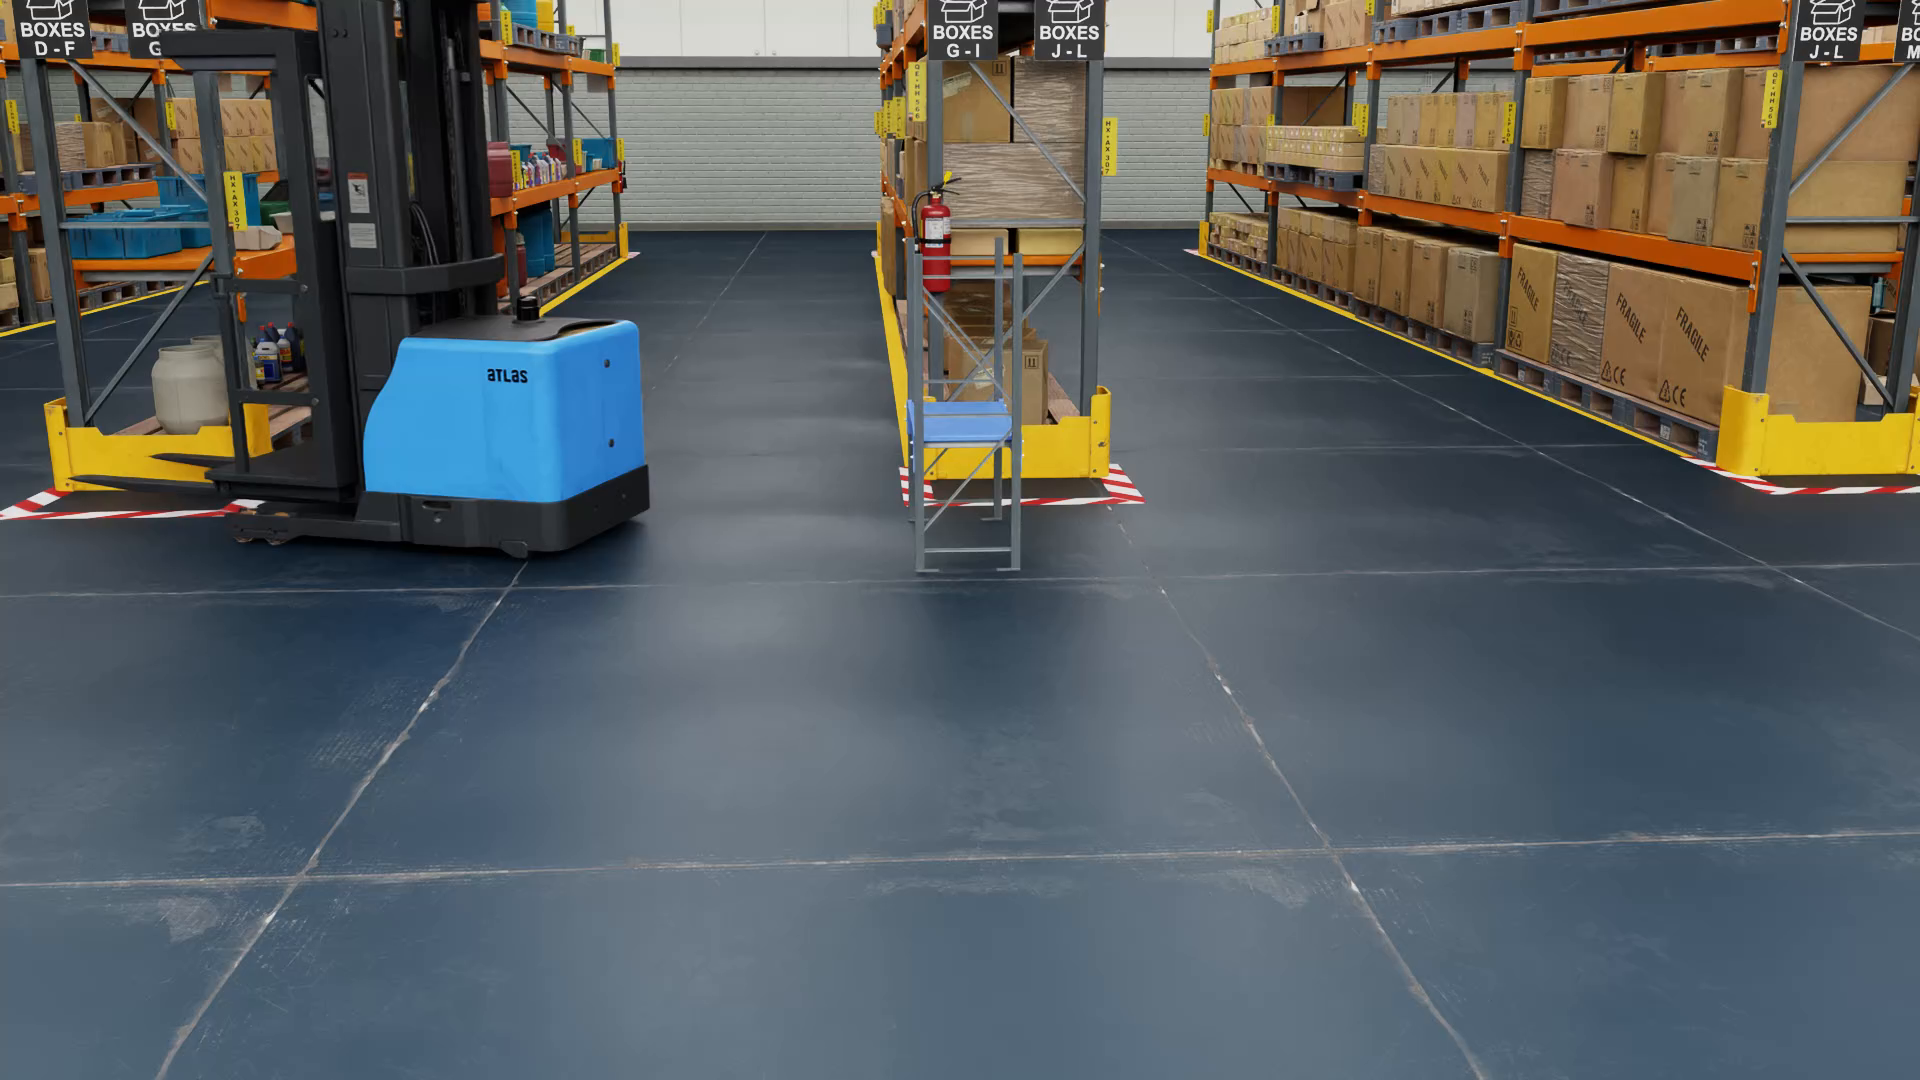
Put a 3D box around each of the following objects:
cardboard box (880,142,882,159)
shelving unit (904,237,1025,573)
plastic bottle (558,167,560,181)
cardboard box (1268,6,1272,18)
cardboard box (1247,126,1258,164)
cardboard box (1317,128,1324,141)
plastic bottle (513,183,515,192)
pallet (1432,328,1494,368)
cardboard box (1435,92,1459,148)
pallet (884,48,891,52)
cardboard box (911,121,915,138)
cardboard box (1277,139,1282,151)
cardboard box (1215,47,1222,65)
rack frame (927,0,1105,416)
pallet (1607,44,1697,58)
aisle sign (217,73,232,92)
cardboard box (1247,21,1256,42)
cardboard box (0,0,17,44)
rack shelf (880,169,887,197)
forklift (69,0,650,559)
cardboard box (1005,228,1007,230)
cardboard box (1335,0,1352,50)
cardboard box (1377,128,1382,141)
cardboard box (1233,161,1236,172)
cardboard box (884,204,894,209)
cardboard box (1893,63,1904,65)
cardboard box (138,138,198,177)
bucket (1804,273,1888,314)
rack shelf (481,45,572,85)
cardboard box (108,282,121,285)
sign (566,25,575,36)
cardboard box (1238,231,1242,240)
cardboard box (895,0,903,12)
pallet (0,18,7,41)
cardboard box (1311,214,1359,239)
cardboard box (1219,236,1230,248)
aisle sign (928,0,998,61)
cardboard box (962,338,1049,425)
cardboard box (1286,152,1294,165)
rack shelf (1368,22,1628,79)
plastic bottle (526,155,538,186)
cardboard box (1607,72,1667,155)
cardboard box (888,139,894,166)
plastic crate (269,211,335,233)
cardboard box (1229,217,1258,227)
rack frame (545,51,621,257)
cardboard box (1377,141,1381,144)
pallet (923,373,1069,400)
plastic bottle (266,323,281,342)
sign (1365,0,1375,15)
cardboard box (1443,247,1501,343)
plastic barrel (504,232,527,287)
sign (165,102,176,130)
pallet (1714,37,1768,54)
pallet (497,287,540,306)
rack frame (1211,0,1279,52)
[{"bbox_3d":[-0.918,-5.770,24.638,0.500,0.250,0.500,-1,14,-5],"label":"cardboard box"},{"bbox_3d":[0.005,-0.705,8.257,0.538,1.500,1.048,-1,14,-3],"label":"shelving unit"},{"bbox_3d":[-4.992,-4.534,20.526,0.097,0.201,0.097,0,14,0],"label":"plastic bottle"},{"bbox_3d":[4.207,-6.834,21.544,0.380,0.149,0.250,-1,14,-2],"label":"cardboard box"},{"bbox_3d":[4.183,-5.317,22.373,0.500,0.500,0.500,-1,14,-5],"label":"cardboard box"},{"bbox_3d":[4.236,-4.563,18.709,0.380,0.149,0.250,0,14,-2],"label":"cardboard box"},{"bbox_3d":[-4.816,-3.826,17.777,0.097,0.201,0.097,0,14,0],"label":"plastic bottle"},{"bbox_3d":[4.899,-1.730,14.826,1.003,0.211,1.213,-1,14,-3],"label":"pallet"},{"bbox_3d":[4.890,-3.925,15.553,0.700,0.500,0.500,-1,14,-4],"label":"cardboard box"},{"bbox_3d":[-0.348,-5.632,18.753,1.003,0.211,1.213,0,14,-1],"label":"pallet"},{"bbox_3d":[-0.098,-3.150,11.946,0.500,0.500,0.500,-1,14,-3],"label":"cardboard box"},{"bbox_3d":[4.126,-4.871,20.504,0.380,0.149,0.250,-1,14,-2],"label":"cardboard box"},{"bbox_3d":[4.051,-7.138,24.532,0.500,0.250,0.500,0,14,-1],"label":"cardboard box"},{"bbox_3d":[0.313,-1.843,9.671,1.000,3.000,0.127,-1,14,-3],"label":"rack frame"},{"bbox_3d":[9.420,-6.594,22.293,1.003,0.211,1.213,-1,14,-3],"label":"pallet"},{"bbox_3d":[-10.863,-6.942,24.270,0.394,0.787,0.004,-1,14,-3],"label":"aisle sign"},{"bbox_3d":[4.186,-6.871,22.491,0.500,0.250,0.500,0,14,-1],"label":"cardboard box"},{"bbox_3d":[-10.131,-5.290,16.846,0.910,0.500,0.500,-1,14,-3],"label":"cardboard box"},{"bbox_3d":[-0.554,-4.977,23.293,1.077,0.370,4.000,-1,14,-3],"label":"rack shelf"},{"bbox_3d":[-3.235,-1.513,8.526,3.031,2.935,1.130,4,15,15],"label":"forklift"},{"bbox_3d":[0.492,-2.045,10.960,0.380,0.149,0.250,-1,14,-3],"label":"cardboard box"},{"bbox_3d":[4.441,-5.648,18.237,0.500,0.500,0.500,-1,14,-3],"label":"cardboard box"},{"bbox_3d":[4.893,-4.566,18.720,0.380,0.149,0.250,-1,15,-6],"label":"cardboard box"},{"bbox_3d":[4.124,-5.344,23.782,0.380,0.149,0.250,-1,14,-5],"label":"cardboard box"},{"bbox_3d":[-0.252,-3.401,19.147,1.225,0.875,0.875,-1,14,-3],"label":"cardboard box"},{"bbox_3d":[13.932,-7.044,24.367,0.380,0.149,0.250,-1,14,-4],"label":"cardboard box"},{"bbox_3d":[-10.078,-4.855,21.176,0.500,0.500,0.500,-1,14,-2],"label":"cardboard box"},{"bbox_3d":[7.331,-2.042,13.963,0.726,0.611,0.620,4,5,16],"label":"bucket"},{"bbox_3d":[-5.250,-5.358,18.756,1.077,0.370,4.000,-1,14,-3],"label":"rack shelf"},{"bbox_3d":[-9.915,-3.186,19.022,0.500,0.500,0.500,-1,14,-5],"label":"cardboard box"},{"bbox_3d":[-4.825,-6.216,20.629,0.100,0.325,0.005,-1,14,-3],"label":"sign"},{"bbox_3d":[4.196,-4.381,23.816,0.380,0.149,0.250,0,14,-1],"label":"cardboard box"},{"bbox_3d":[-0.344,-5.204,15.509,0.500,0.500,0.500,-1,14,-5],"label":"cardboard box"},{"bbox_3d":[-9.939,-4.875,15.812,1.213,0.211,1.003,0,14,-1],"label":"pallet"},{"bbox_3d":[4.412,-3.658,19.394,0.500,0.250,0.500,-1,14,-2],"label":"cardboard box"},{"bbox_3d":[4.018,-4.371,24.372,0.380,0.149,0.250,-1,14,-3],"label":"cardboard box"},{"bbox_3d":[0.017,-3.082,9.269,0.394,0.787,0.004,-1,14,-3],"label":"aisle sign"},{"bbox_3d":[0.291,-0.992,10.535,0.500,0.500,0.500,2,15,7],"label":"cardboard box"},{"bbox_3d":[4.157,-4.599,20.042,0.380,0.149,0.250,-2,15,-6],"label":"cardboard box"},{"bbox_3d":[4.898,-4.491,15.386,1.077,0.370,4.000,-1,14,-3],"label":"rack shelf"},{"bbox_3d":[-4.922,-4.230,19.045,0.144,0.351,0.185,-1,14,-3],"label":"plastic bottle"},{"bbox_3d":[5.097,-2.990,11.659,0.875,0.550,0.500,-1,14,-3],"label":"cardboard box"},{"bbox_3d":[-0.620,-4.633,20.312,0.500,0.500,0.500,-1,14,-3],"label":"cardboard box"},{"bbox_3d":[-4.525,-2.234,11.719,0.530,0.136,0.437,-1,14,-3],"label":"plastic crate"},{"bbox_3d":[4.102,-4.588,24.024,0.380,0.149,0.250,0,14,-1],"label":"cardboard box"},{"bbox_3d":[-5.622,-5.746,24.839,1.000,3.000,0.127,-1,14,-3],"label":"rack frame"},{"bbox_3d":[4.890,-4.430,18.788,0.380,0.149,0.250,-1,14,-3],"label":"cardboard box"},{"bbox_3d":[0.221,-1.017,12.056,1.003,0.211,1.213,-1,14,-3],"label":"pallet"},{"bbox_3d":[-5.243,-1.485,12.710,0.144,0.351,0.185,0,14,-2],"label":"plastic bottle"},{"bbox_3d":[4.232,-5.580,17.135,0.100,0.325,0.005,-1,14,-3],"label":"sign"},{"bbox_3d":[4.894,-2.156,14.560,1.050,0.750,0.750,-1,14,-4],"label":"cardboard box"},{"bbox_3d":[-5.243,-3.194,18.918,0.600,0.588,0.708,-1,14,-3],"label":"plastic barrel"},{"bbox_3d":[-9.764,-5.246,20.572,0.100,0.325,0.005,-1,14,-3],"label":"sign"},{"bbox_3d":[9.543,-5.785,19.348,1.003,0.211,1.213,0,14,-1],"label":"pallet"},{"bbox_3d":[-5.217,-2.601,18.214,1.003,0.211,1.213,-1,14,-3],"label":"pallet"},{"bbox_3d":[4.278,-8.779,24.589,1.000,3.000,0.127,-1,14,-3],"label":"rack frame"}]
